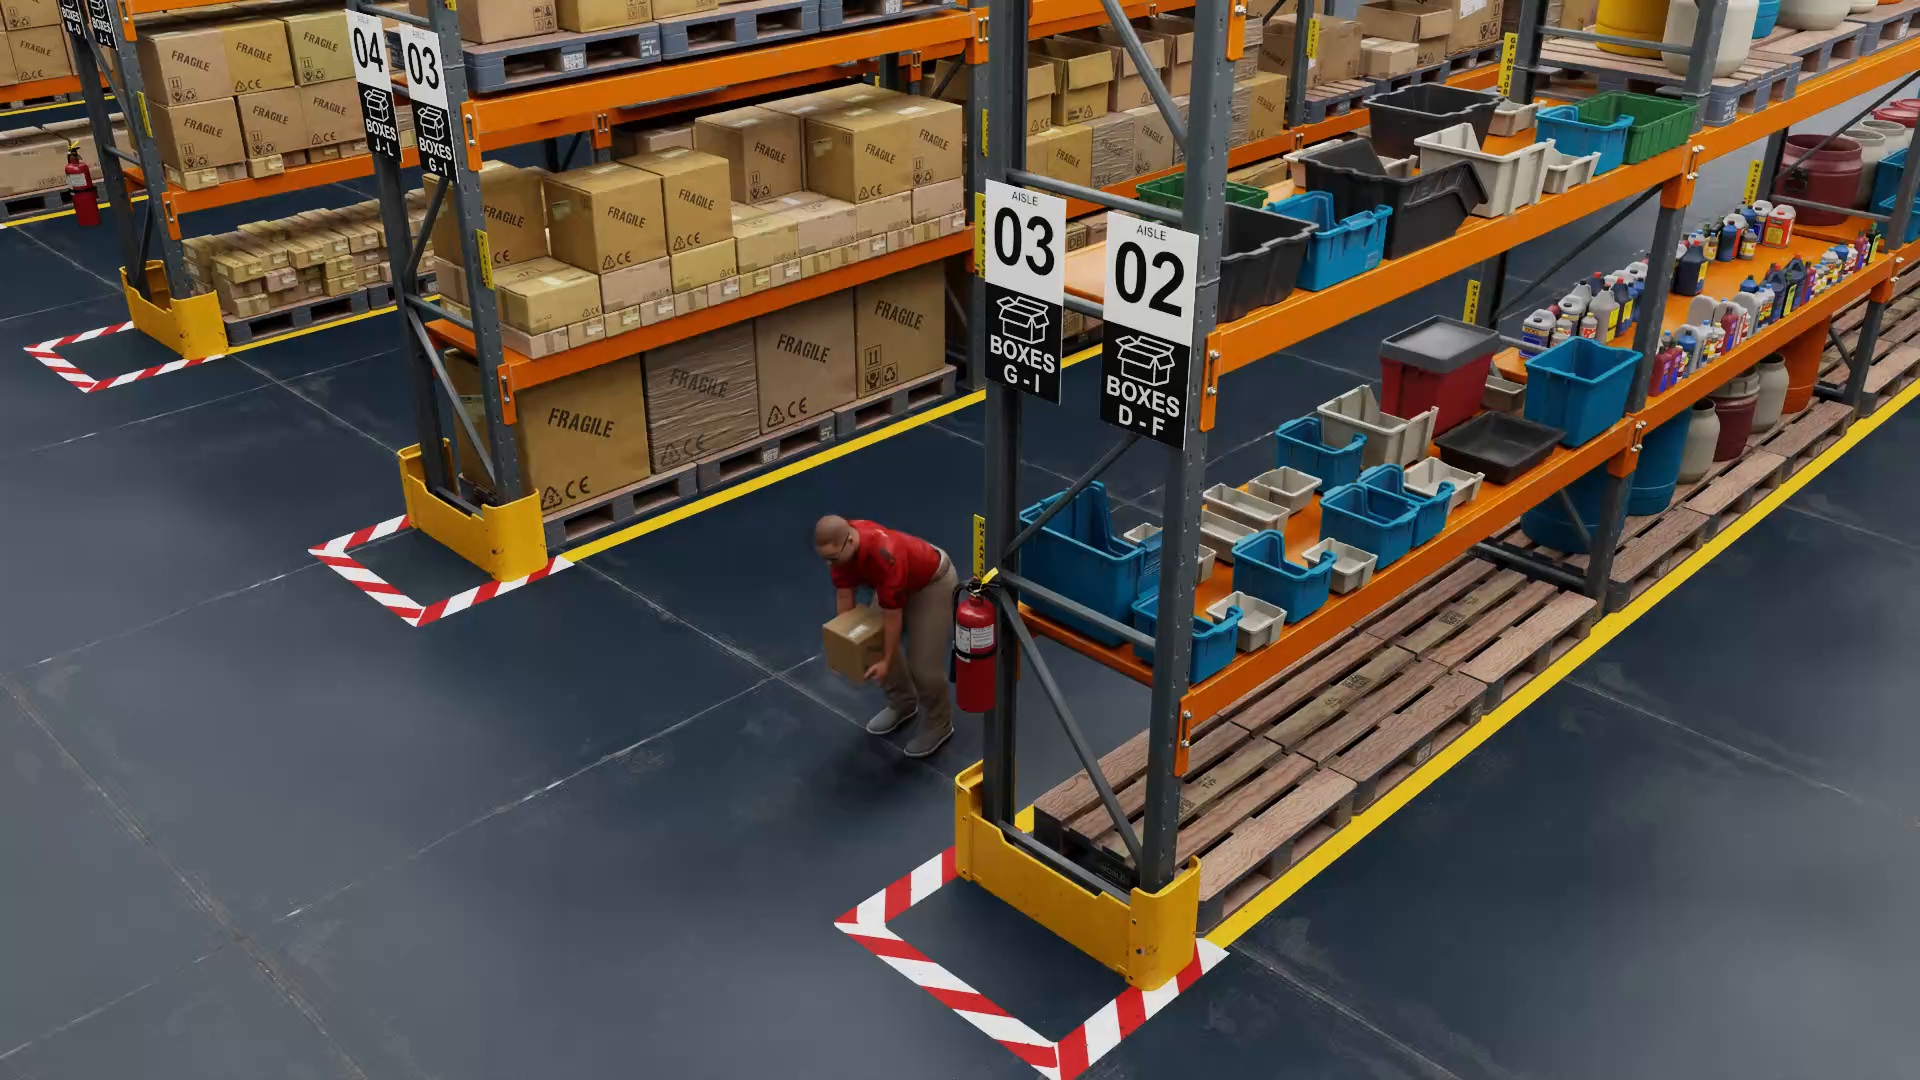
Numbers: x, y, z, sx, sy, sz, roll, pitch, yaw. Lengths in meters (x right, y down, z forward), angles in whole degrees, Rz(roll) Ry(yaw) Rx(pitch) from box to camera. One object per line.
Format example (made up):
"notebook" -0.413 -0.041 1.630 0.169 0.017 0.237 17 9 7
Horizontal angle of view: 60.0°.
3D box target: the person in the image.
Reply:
"person" -0.376 0.423 8.145 0.475 1.443 0.833 24 36 37
